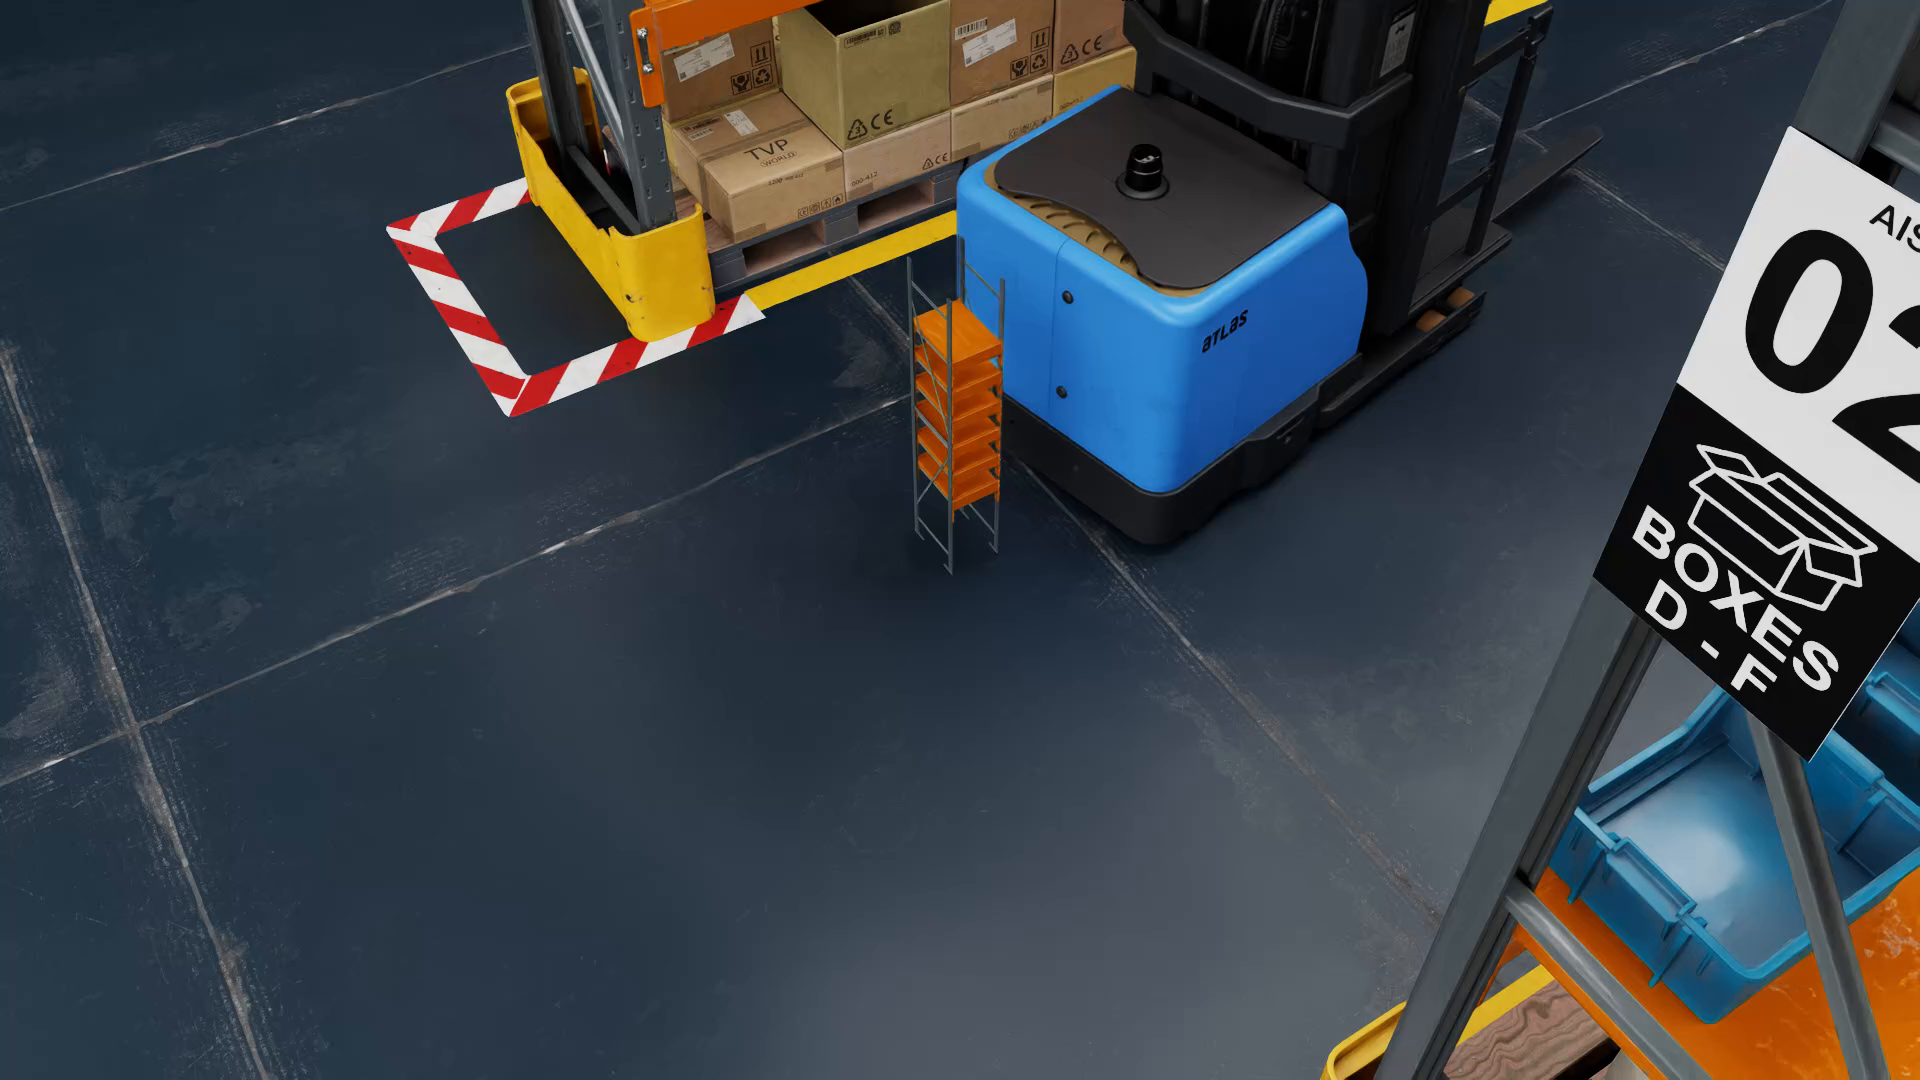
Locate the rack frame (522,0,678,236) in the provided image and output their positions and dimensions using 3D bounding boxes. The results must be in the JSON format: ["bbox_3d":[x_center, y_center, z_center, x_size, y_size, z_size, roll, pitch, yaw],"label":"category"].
[{"bbox_3d":[-1.372,-2.191,5.692,0.127,3.000,1.000,-25,53,-21],"label":"rack frame"}]

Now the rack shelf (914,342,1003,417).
[{"bbox_3d":[-0.012,-0.523,5.151,0.180,0.103,0.258,-25,53,-21],"label":"rack shelf"}]

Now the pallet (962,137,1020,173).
[{"bbox_3d":[0.283,-2.078,7.459,1.213,0.211,1.003,-25,53,-21],"label":"pallet"}]

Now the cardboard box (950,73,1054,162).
[{"bbox_3d":[0.044,-1.890,6.984,0.500,0.250,0.500,-25,53,-21],"label":"cardboard box"}]

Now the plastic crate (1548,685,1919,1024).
[{"bbox_3d":[1.532,0.600,3.306,0.616,0.251,0.499,-25,53,-21],"label":"plastic crate"}]

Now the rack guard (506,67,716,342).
[{"bbox_3d":[-1.392,-1.350,6.617,0.348,0.500,1.175,-25,53,-21],"label":"rack guard"}]

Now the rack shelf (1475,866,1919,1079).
[{"bbox_3d":[2.960,0.382,3.883,4.000,0.370,1.077,-25,53,-21],"label":"rack shelf"}]

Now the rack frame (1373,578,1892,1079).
[{"bbox_3d":[1.268,0.939,2.905,0.127,3.000,1.000,-25,53,-21],"label":"rack frame"}]

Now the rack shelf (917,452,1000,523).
[{"bbox_3d":[-0.012,-0.204,5.509,0.180,0.103,0.258,-25,53,-21],"label":"rack shelf"}]

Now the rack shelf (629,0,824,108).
[{"bbox_3d":[0.320,-2.748,6.671,4.000,0.370,1.077,-25,53,-21],"label":"rack shelf"}]

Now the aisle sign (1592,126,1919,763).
[{"bbox_3d":[1.049,-0.084,2.076,0.004,0.787,0.394,-25,53,-21],"label":"aisle sign"}]

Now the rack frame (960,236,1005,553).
[{"bbox_3d":[0.065,-0.430,5.329,0.006,1.200,0.240,-25,53,-21],"label":"rack frame"}]

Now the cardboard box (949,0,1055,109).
[{"bbox_3d":[0.038,-2.146,6.711,0.500,0.500,0.500,-25,53,-21],"label":"cardboard box"}]

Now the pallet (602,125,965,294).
[{"bbox_3d":[-0.747,-1.595,7.029,1.213,0.211,1.003,-25,53,-21],"label":"pallet"}]

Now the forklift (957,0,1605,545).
[{"bbox_3d":[1.386,-1.942,5.517,3.031,2.935,1.130,-36,57,-27],"label":"forklift"}]

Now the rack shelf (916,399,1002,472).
[{"bbox_3d":[-0.012,-0.364,5.330,0.180,0.103,0.258,-25,53,-21],"label":"rack shelf"}]

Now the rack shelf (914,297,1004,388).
[{"bbox_3d":[-0.012,-0.603,5.061,0.180,0.103,0.258,-25,53,-21],"label":"rack shelf"}]

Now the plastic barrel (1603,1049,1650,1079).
[{"bbox_3d":[1.784,1.316,3.954,0.421,0.512,0.421,0,48,0],"label":"plastic barrel"}]

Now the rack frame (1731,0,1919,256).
[{"bbox_3d":[1.268,-1.056,0.665,0.127,3.000,1.000,-25,53,-21],"label":"rack frame"}]

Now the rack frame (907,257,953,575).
[{"bbox_3d":[-0.090,-0.357,5.264,0.006,1.200,0.240,-25,53,-21],"label":"rack frame"}]

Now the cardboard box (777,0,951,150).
[{"bbox_3d":[-0.378,-1.939,6.526,0.500,0.500,0.500,-25,53,-21],"label":"cardboard box"}]

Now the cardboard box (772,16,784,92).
[{"bbox_3d":[-0.659,-2.023,7.103,0.500,0.250,0.500,-25,53,-21],"label":"cardboard box"}]

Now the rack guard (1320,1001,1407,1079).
[{"bbox_3d":[1.307,1.711,3.892,0.348,0.500,1.175,-25,53,-21],"label":"rack guard"}]

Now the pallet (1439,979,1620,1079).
[{"bbox_3d":[1.997,1.486,4.285,1.213,0.211,1.003,-25,53,-21],"label":"pallet"}]

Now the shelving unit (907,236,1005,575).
[{"bbox_3d":[-0.012,-0.393,5.297,0.189,1.200,0.258,-25,53,-21],"label":"shelving unit"}]

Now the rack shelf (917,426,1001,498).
[{"bbox_3d":[-0.012,-0.284,5.420,0.180,0.103,0.258,-25,53,-21],"label":"rack shelf"}]

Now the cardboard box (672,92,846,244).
[{"bbox_3d":[-0.800,-1.489,6.628,0.500,0.250,0.500,-25,53,-21],"label":"cardboard box"}]

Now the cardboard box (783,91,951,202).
[{"bbox_3d":[-0.379,-1.691,6.807,0.500,0.250,0.500,-25,53,-21],"label":"cardboard box"}]

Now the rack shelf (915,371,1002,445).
[{"bbox_3d":[-0.012,-0.444,5.240,0.180,0.103,0.258,-25,53,-21],"label":"rack shelf"}]

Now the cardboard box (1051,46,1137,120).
[{"bbox_3d":[0.470,-2.086,7.159,0.500,0.250,0.500,-25,53,-21],"label":"cardboard box"}]

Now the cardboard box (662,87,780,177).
[{"bbox_3d":[-1.076,-1.816,6.919,0.500,0.250,0.500,-25,53,-21],"label":"cardboard box"}]

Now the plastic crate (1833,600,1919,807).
[{"bbox_3d":[2.084,0.345,3.534,0.408,0.251,0.499,-25,53,-21],"label":"plastic crate"}]

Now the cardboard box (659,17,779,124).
[{"bbox_3d":[-1.077,-2.067,6.640,0.500,0.500,0.500,-25,53,-21],"label":"cardboard box"}]

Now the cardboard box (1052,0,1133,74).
[{"bbox_3d":[0.471,-2.335,6.878,0.500,0.500,0.500,-25,53,-21],"label":"cardboard box"}]
